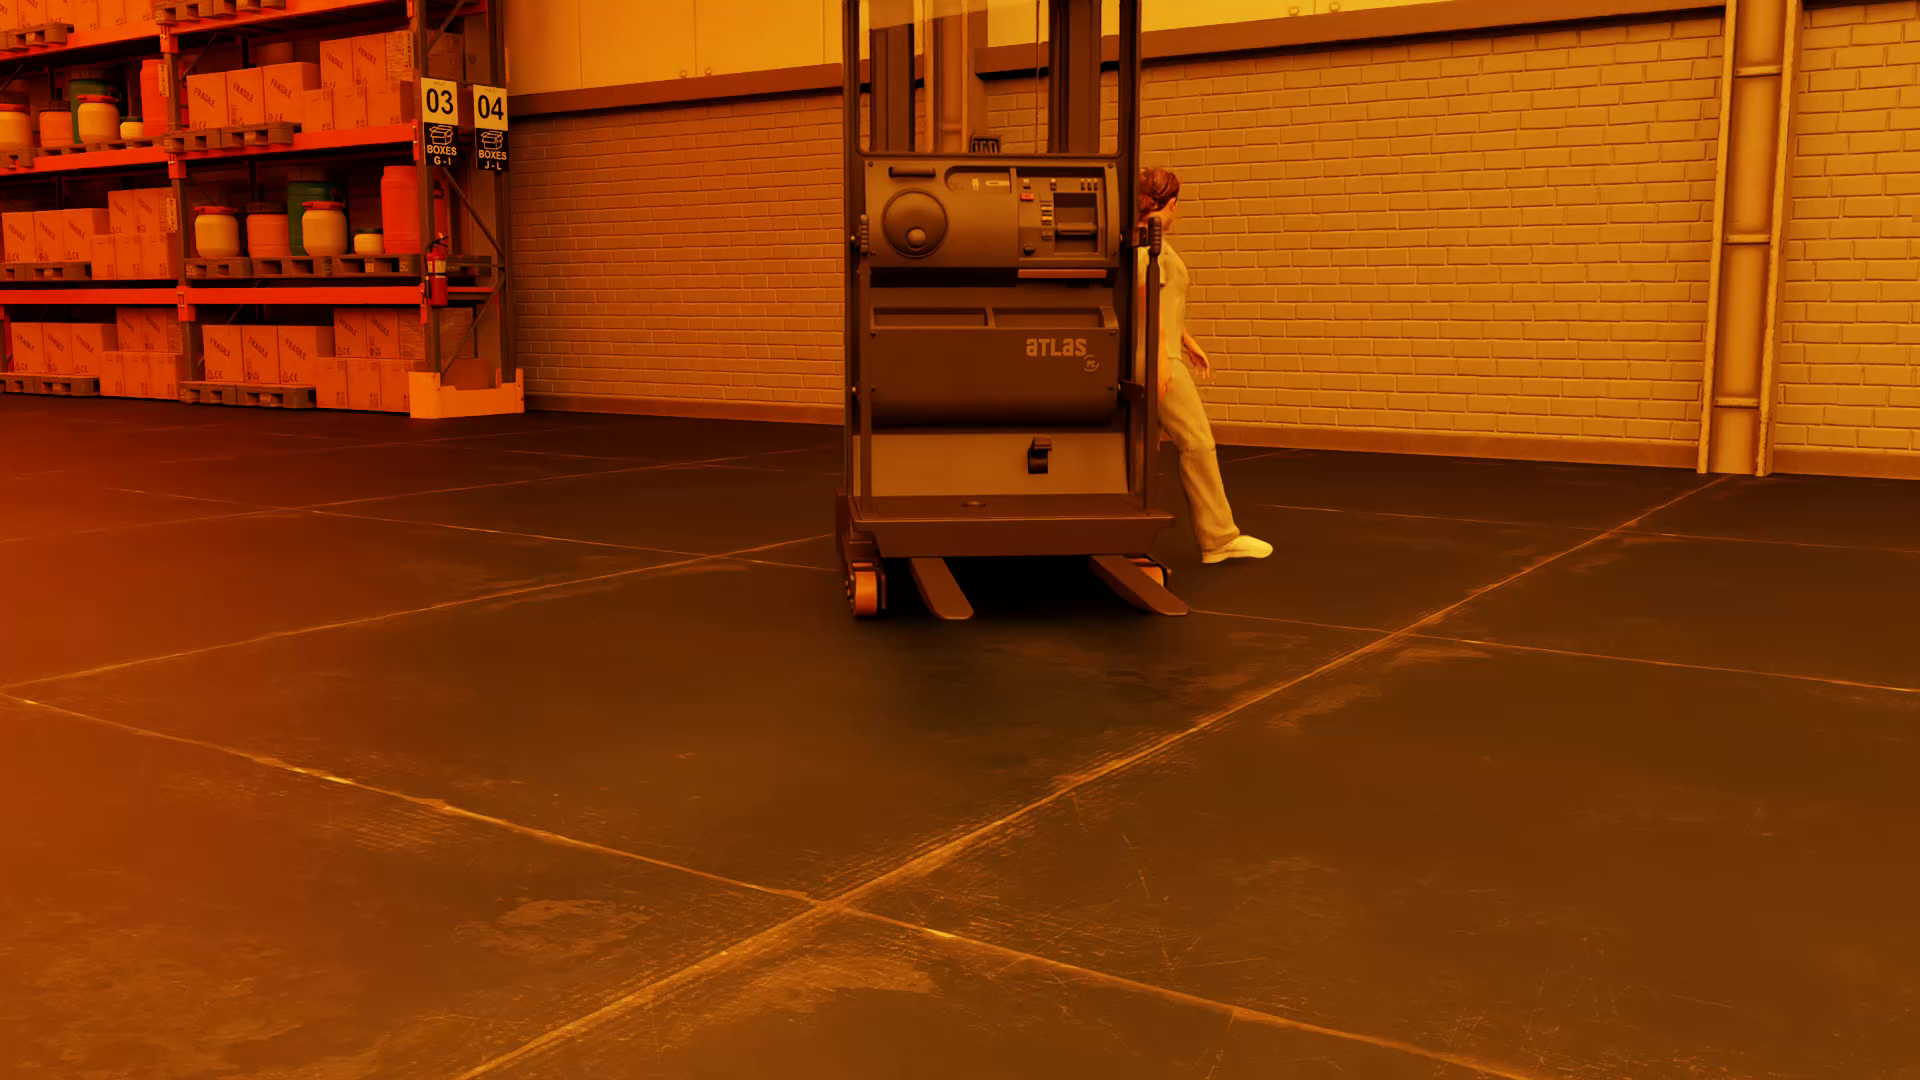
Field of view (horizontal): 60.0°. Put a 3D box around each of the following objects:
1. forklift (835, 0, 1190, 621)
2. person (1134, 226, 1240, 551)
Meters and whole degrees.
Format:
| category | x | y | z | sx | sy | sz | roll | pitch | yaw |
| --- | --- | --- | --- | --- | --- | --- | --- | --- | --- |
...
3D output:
| category | x | y | z | sx | sy | sz | roll | pitch | yaw |
| --- | --- | --- | --- | --- | --- | --- | --- | --- | --- |
| forklift | 0.142 | -1.233 | 5.865 | 1.130 | 2.935 | 3.031 | -1 | 8 | -6 |
| person | 0.811 | -0.626 | 6.929 | 0.647 | 1.340 | 0.517 | -1 | 8 | -7 |
